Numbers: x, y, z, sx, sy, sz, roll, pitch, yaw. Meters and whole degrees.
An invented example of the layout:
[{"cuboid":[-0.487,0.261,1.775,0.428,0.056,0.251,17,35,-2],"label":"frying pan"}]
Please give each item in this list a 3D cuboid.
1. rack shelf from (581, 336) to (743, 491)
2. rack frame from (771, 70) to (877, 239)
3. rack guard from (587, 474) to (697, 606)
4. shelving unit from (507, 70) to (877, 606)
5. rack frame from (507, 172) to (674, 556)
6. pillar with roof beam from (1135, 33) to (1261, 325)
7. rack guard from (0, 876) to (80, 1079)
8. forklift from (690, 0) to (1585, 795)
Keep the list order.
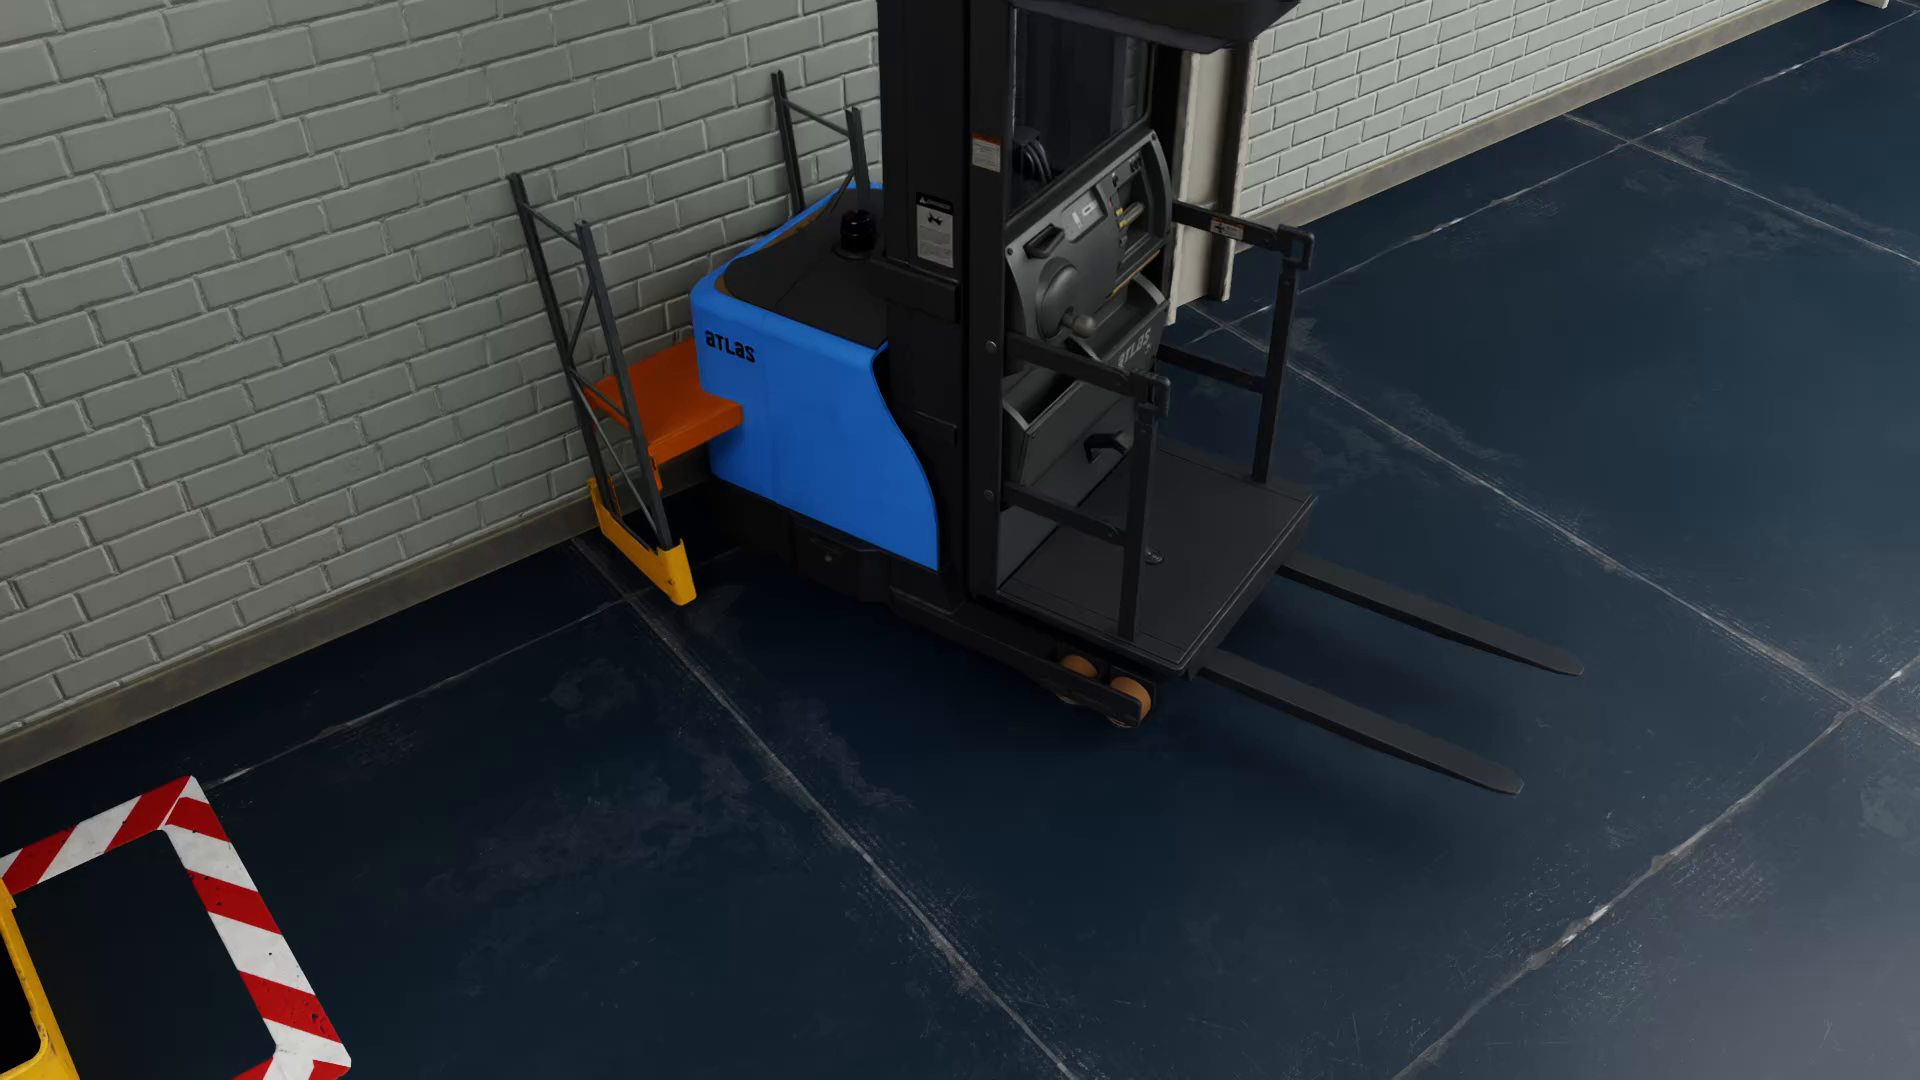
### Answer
[{"cuboid":[-0.807,-0.579,5.998,1.000,0.185,0.538,-30,45,-26],"label":"rack shelf"},{"cuboid":[-0.428,-0.946,6.106,0.032,1.500,0.500,-30,45,-26],"label":"rack frame"},{"cuboid":[-1.161,-0.007,6.058,0.087,0.250,0.587,-30,45,-26],"label":"rack guard"},{"cuboid":[-0.831,-0.713,5.880,1.083,1.500,0.587,-30,45,-26],"label":"shelving unit"},{"cuboid":[-1.220,-0.488,5.663,0.032,1.500,0.500,-30,45,-26],"label":"rack frame"},{"cuboid":[3.608,-2.422,2.107,0.400,9.000,9.100,-26,46,-28],"label":"pillar with roof beam"},{"cuboid":[-2.652,1.193,4.402,0.348,0.500,1.175,-26,46,-28],"label":"rack guard"},{"cuboid":[0.582,-0.901,5.037,3.031,2.935,1.130,22,44,25],"label":"forklift"}]
